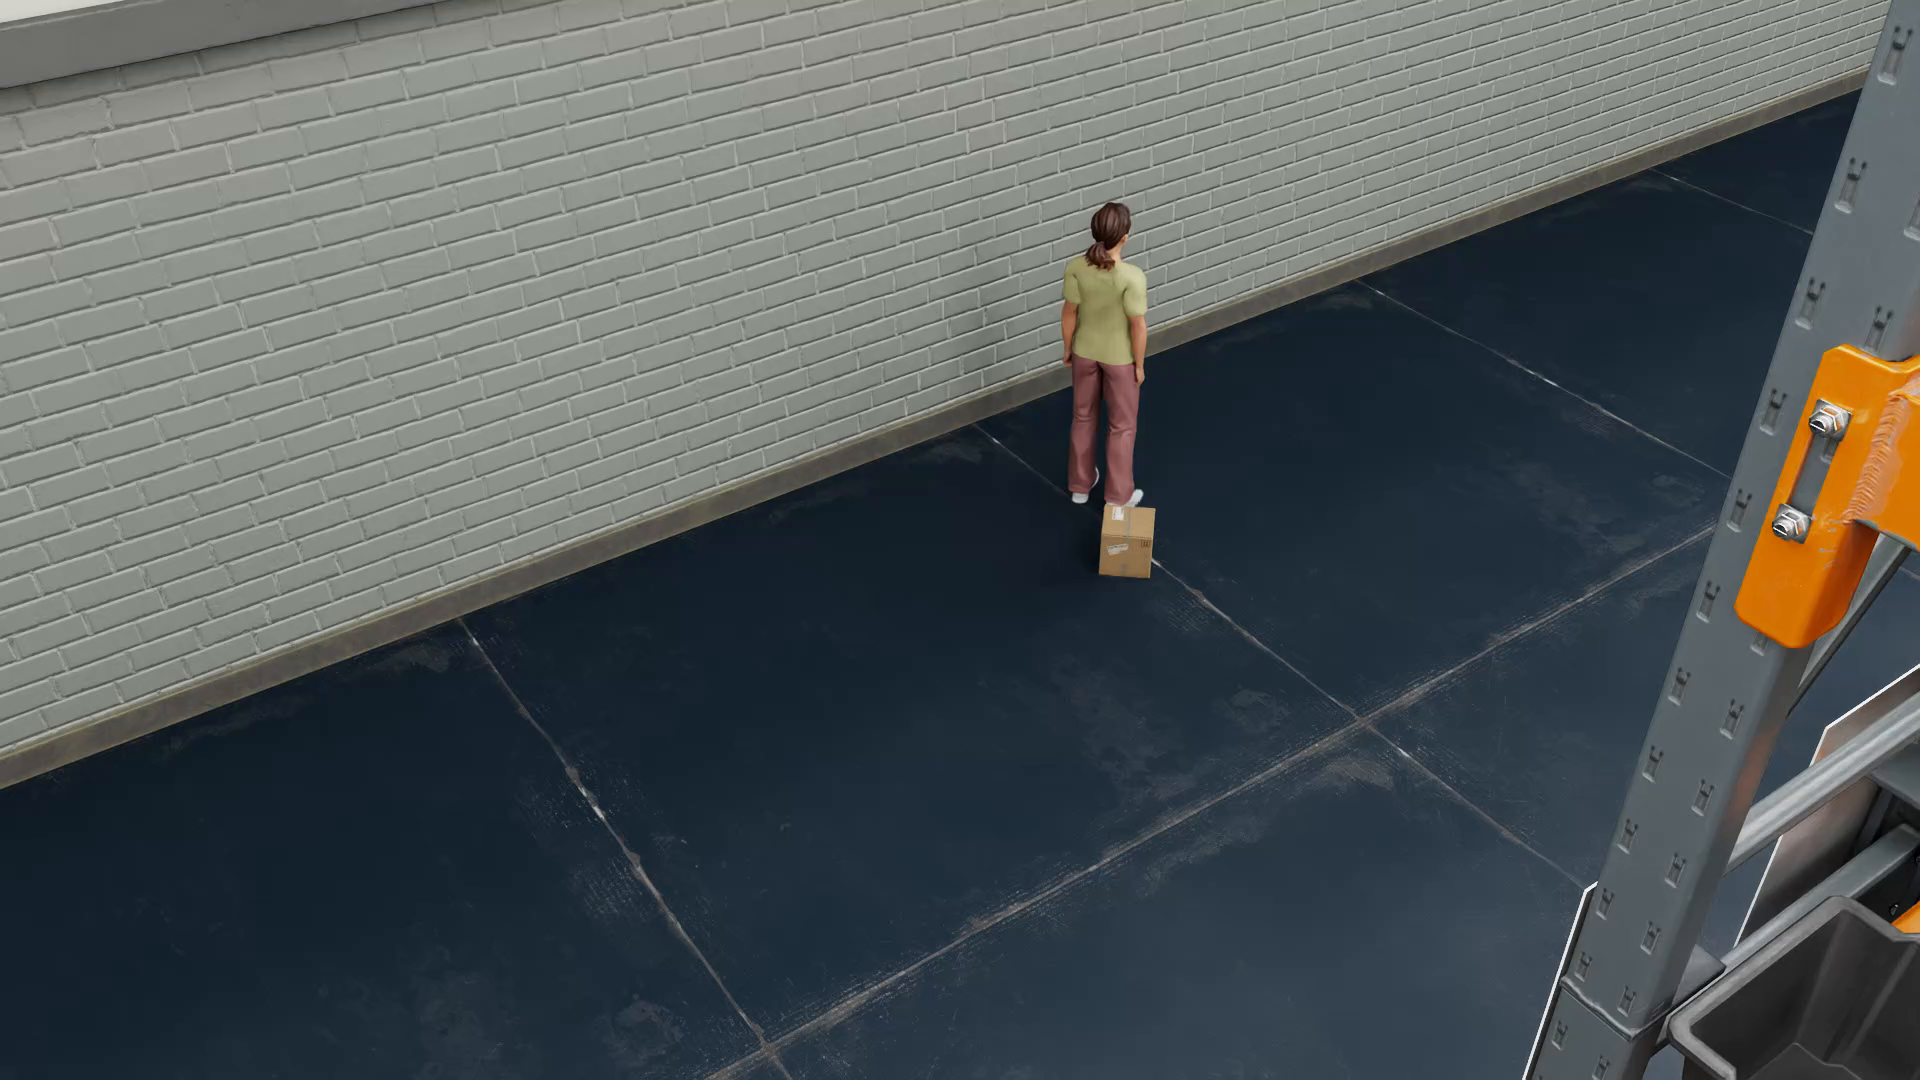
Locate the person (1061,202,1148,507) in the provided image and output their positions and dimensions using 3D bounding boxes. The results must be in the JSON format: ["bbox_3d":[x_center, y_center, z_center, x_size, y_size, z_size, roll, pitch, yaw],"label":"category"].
[{"bbox_3d":[0.721,-0.885,8.222,0.436,1.703,0.387,16,39,21],"label":"person"}]
